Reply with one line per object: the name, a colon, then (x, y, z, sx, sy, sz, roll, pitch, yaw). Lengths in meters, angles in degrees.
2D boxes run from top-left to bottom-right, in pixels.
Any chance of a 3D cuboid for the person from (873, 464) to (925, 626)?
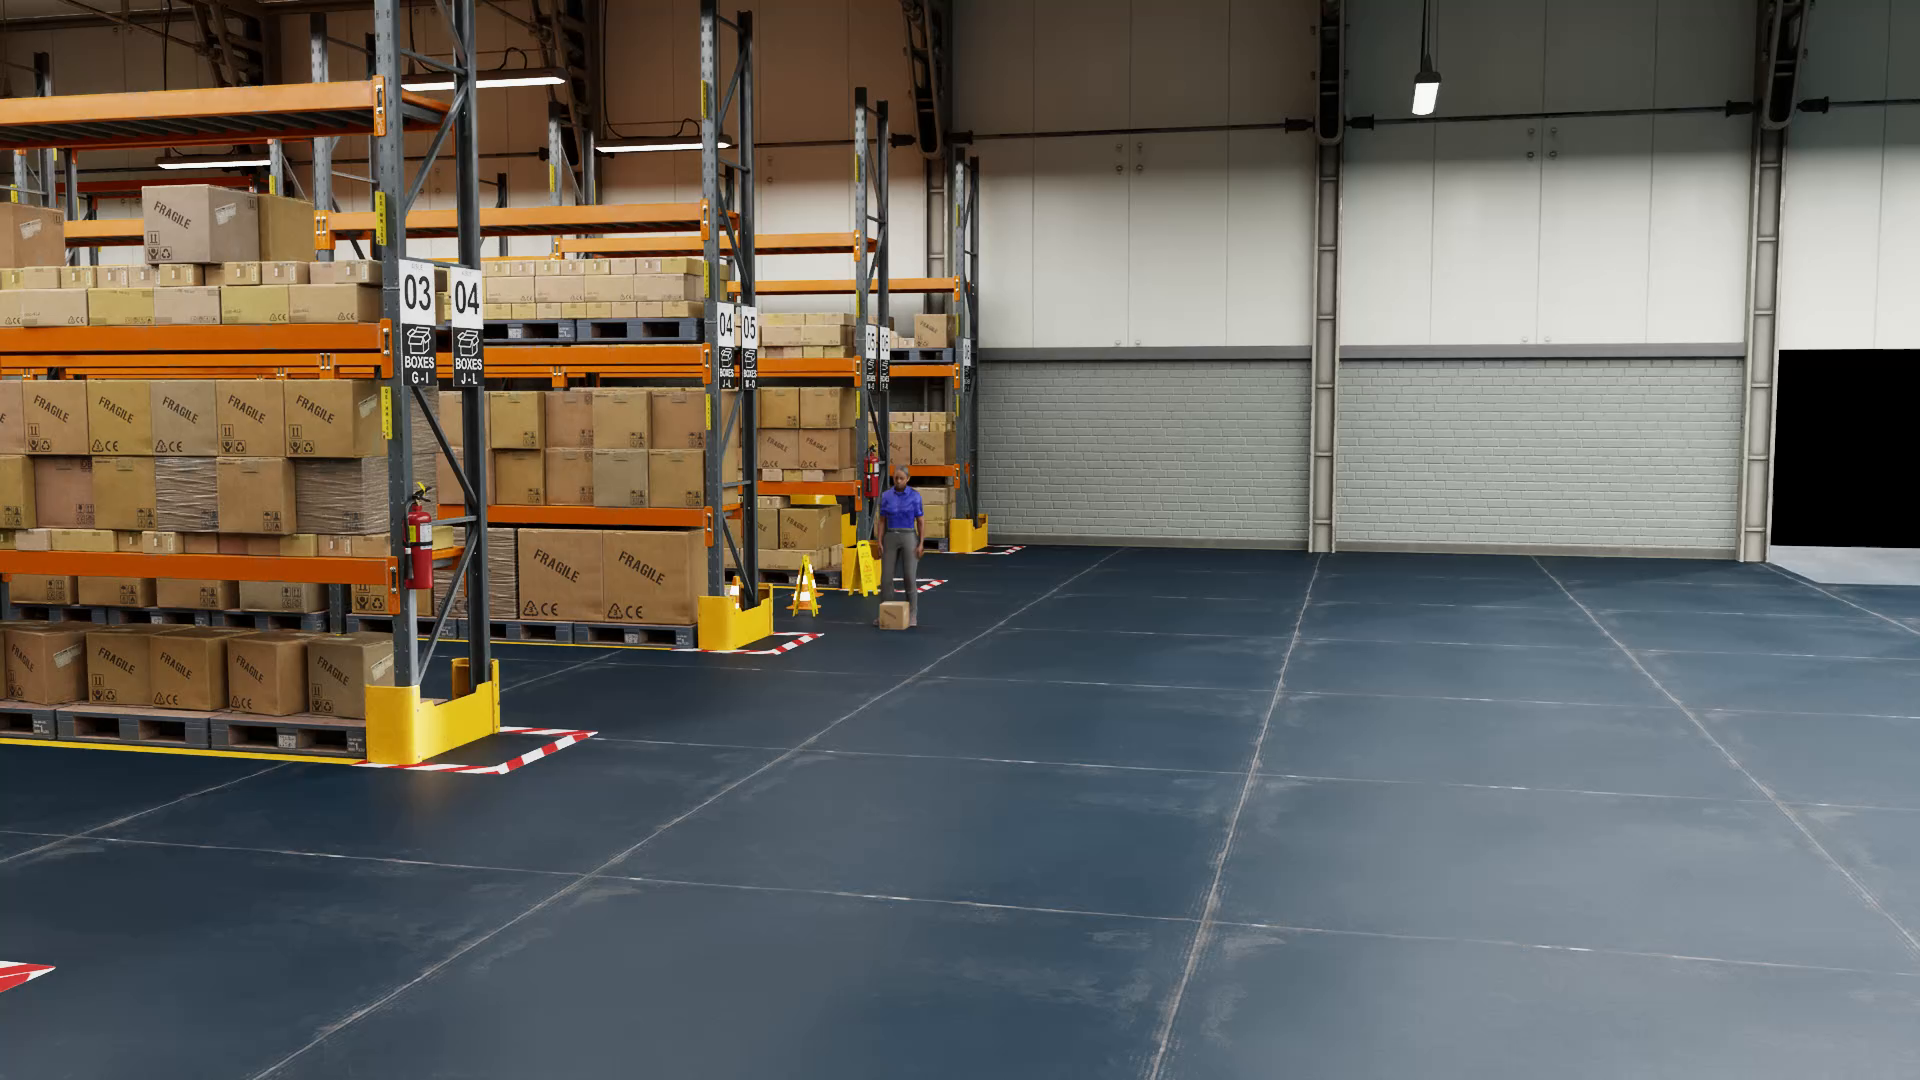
person: (-0.621, 0.057, 17.016, 0.518, 1.638, 0.349, 1, 5, 11)
